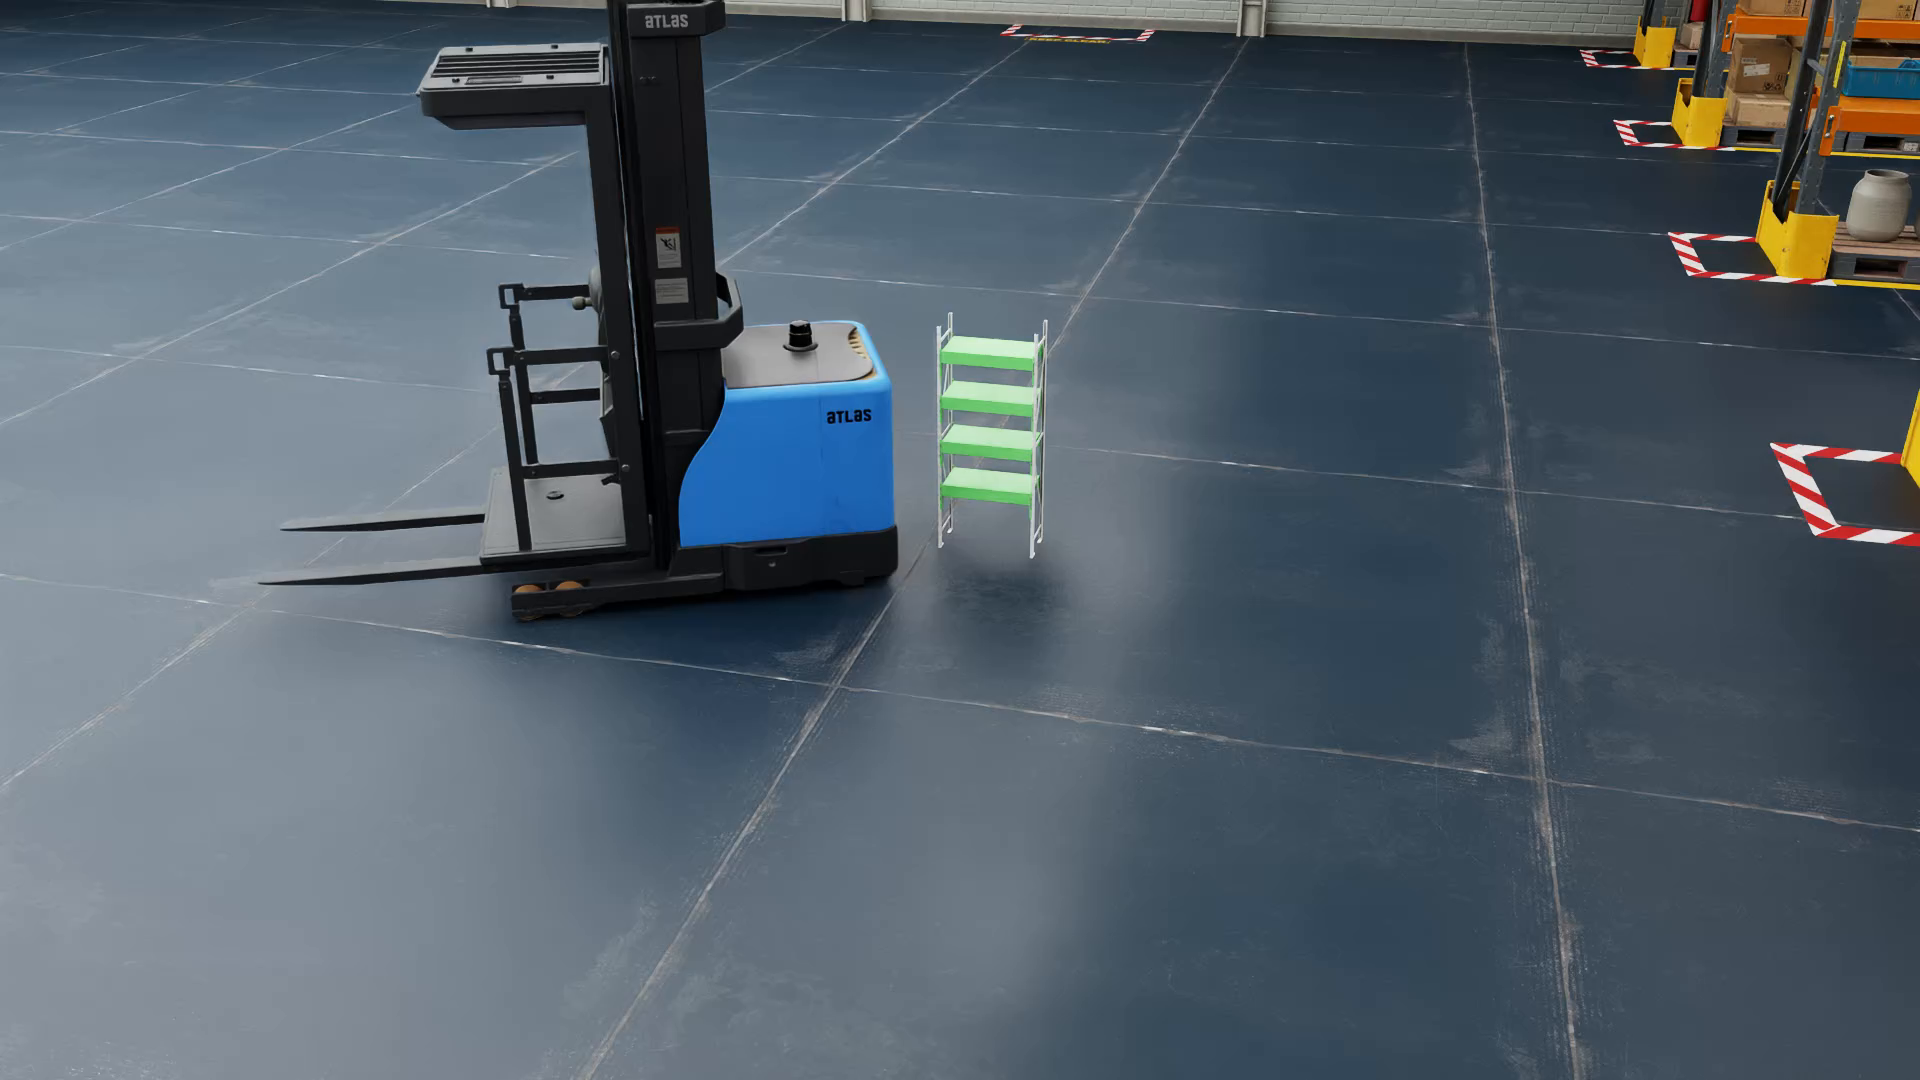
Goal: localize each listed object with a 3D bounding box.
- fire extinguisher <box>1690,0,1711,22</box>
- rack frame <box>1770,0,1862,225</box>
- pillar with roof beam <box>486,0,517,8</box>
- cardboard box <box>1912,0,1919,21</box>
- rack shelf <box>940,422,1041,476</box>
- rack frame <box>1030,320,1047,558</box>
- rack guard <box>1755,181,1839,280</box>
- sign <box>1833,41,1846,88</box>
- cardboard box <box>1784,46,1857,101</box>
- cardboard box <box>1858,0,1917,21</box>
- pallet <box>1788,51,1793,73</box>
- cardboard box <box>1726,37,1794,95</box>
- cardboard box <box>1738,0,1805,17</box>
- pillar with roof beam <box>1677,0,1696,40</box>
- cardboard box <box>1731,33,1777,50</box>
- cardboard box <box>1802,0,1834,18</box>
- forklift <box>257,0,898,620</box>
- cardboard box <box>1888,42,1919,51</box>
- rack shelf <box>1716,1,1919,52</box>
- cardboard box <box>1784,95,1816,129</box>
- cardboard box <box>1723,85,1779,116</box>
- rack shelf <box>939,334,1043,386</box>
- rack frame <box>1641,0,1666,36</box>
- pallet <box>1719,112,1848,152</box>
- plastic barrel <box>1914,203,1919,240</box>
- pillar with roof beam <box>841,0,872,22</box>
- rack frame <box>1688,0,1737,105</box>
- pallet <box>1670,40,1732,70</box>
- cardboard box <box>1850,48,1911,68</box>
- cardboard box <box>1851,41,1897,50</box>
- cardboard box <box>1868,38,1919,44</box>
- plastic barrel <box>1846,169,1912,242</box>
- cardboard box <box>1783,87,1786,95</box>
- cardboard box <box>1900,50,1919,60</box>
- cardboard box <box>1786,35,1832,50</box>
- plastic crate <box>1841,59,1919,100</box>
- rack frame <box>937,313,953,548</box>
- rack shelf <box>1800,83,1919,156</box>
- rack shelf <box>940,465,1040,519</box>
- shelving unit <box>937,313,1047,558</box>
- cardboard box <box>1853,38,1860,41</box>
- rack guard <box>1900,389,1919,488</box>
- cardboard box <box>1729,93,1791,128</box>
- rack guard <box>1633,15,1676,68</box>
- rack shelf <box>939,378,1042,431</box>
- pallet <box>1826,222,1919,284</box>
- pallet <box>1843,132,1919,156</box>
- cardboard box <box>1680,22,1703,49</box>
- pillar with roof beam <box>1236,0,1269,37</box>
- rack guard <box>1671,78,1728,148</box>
[{"bbox_3d":[7.921,-5.873,17.687,0.183,0.674,0.296,6,26,13],"label":"fire extinguisher"},{"bbox_3d":[6.682,-3.640,12.907,0.127,3.000,1.000,6,26,13],"label":"rack frame"},{"bbox_3d":[-8.462,-10.894,21.163,0.400,9.000,9.100,6,26,13],"label":"pillar with roof beam"},{"bbox_3d":[9.868,-5.527,16.754,0.500,0.500,0.700,7,26,15],"label":"cardboard box"},{"bbox_3d":[0.160,-0.466,8.482,0.480,0.148,0.258,6,26,13],"label":"rack shelf"},{"bbox_3d":[0.397,-0.498,8.400,0.015,1.200,0.240,6,26,13],"label":"rack frame"},{"bbox_3d":[6.767,-2.523,13.468,0.348,0.500,1.175,6,26,13],"label":"rack guard"},{"bbox_3d":[6.541,-3.537,12.367,0.005,0.325,0.100,6,26,13],"label":"sign"},{"bbox_3d":[8.868,-4.786,17.151,0.500,0.500,0.500,6,26,13],"label":"cardboard box"},{"bbox_3d":[9.358,-5.582,16.869,0.500,0.500,0.700,6,26,13],"label":"cardboard box"},{"bbox_3d":[11.179,-6.264,21.663,1.213,0.211,1.003,6,26,13],"label":"pallet"},{"bbox_3d":[8.513,-5.055,17.717,0.500,0.500,0.500,6,26,13],"label":"cardboard box"},{"bbox_3d":[8.368,-5.692,17.100,0.500,0.500,0.700,6,26,13],"label":"cardboard box"},{"bbox_3d":[8.971,-8.966,17.115,0.400,9.000,9.100,6,26,13],"label":"pillar with roof beam"},{"bbox_3d":[10.349,-6.577,21.691,0.500,0.311,0.500,9,27,17],"label":"cardboard box"},{"bbox_3d":[8.878,-5.638,16.986,0.500,0.500,0.700,7,26,14],"label":"cardboard box"},{"bbox_3d":[-1.879,-1.187,7.833,3.031,2.935,1.130,-5,26,-10],"label":"forklift"},{"bbox_3d":[9.969,-4.900,17.391,0.500,0.500,0.500,6,26,13],"label":"cardboard box"},{"bbox_3d":[9.856,-5.163,16.942,4.000,0.370,1.077,6,26,13],"label":"rack shelf"},{"bbox_3d":[8.869,-4.448,17.314,0.500,0.250,0.500,6,26,13],"label":"cardboard box"},{"bbox_3d":[8.512,-4.716,17.876,0.500,0.250,0.500,6,26,13],"label":"cardboard box"},{"bbox_3d":[0.160,-0.900,8.276,0.480,0.148,0.258,6,26,13],"label":"rack shelf"},{"bbox_3d":[9.150,-7.765,21.570,0.127,3.000,1.000,6,26,13],"label":"rack frame"},{"bbox_3d":[8.670,-4.379,17.702,1.213,0.211,1.003,6,26,13],"label":"pallet"},{"bbox_3d":[7.824,-2.614,13.158,0.421,0.512,0.421,0,25,0],"label":"plastic barrel"},{"bbox_3d":[-2.651,-10.251,19.813,0.400,9.000,9.100,6,26,13],"label":"pillar with roof beam"},{"bbox_3d":[7.919,-5.702,17.237,0.127,3.000,1.000,6,26,13],"label":"rack frame"},{"bbox_3d":[10.001,-6.396,21.939,1.213,0.211,1.003,6,26,13],"label":"pallet"},{"bbox_3d":[9.356,-4.738,17.050,0.500,0.500,0.500,6,26,13],"label":"cardboard box"},{"bbox_3d":[9.485,-4.954,17.505,0.500,0.500,0.500,6,26,13],"label":"cardboard box"},{"bbox_3d":[12.008,-6.501,21.312,0.500,0.500,0.500,4,26,9],"label":"cardboard box"},{"bbox_3d":[7.339,-2.668,13.270,0.421,0.512,0.421,0,25,0],"label":"plastic barrel"},{"bbox_3d":[9.000,-4.667,17.774,0.500,0.250,0.500,6,26,13],"label":"cardboard box"},{"bbox_3d":[9.835,-4.677,16.922,0.500,0.500,0.500,6,26,13],"label":"cardboard box"},{"bbox_3d":[11.047,-6.563,21.442,0.500,0.500,0.700,5,26,10],"label":"cardboard box"},{"bbox_3d":[7.241,-3.644,13.088,0.616,0.251,0.499,6,26,13],"label":"plastic crate"},{"bbox_3d":[-0.076,-0.550,8.510,0.015,1.200,0.240,6,26,13],"label":"rack frame"},{"bbox_3d":[8.619,-3.101,12.612,4.000,0.370,1.077,6,26,13],"label":"rack shelf"},{"bbox_3d":[0.160,-0.250,8.585,0.480,0.148,0.258,6,26,13],"label":"rack shelf"},{"bbox_3d":[0.160,-0.524,8.455,0.503,1.200,0.258,6,26,13],"label":"shelving unit"},{"bbox_3d":[11.479,-6.428,21.566,0.250,0.149,0.380,4,26,9],"label":"cardboard box"},{"bbox_3d":[5.522,-0.442,9.096,0.348,0.500,1.175,6,26,13],"label":"rack guard"},{"bbox_3d":[8.383,-4.500,17.423,0.500,0.250,0.500,6,26,13],"label":"cardboard box"},{"bbox_3d":[9.223,-6.628,22.090,0.348,0.500,1.175,6,26,13],"label":"rack guard"},{"bbox_3d":[0.160,-0.683,8.379,0.480,0.148,0.258,6,26,13],"label":"rack shelf"},{"bbox_3d":[7.553,-2.304,13.343,1.213,0.211,1.003,6,26,13],"label":"pallet"},{"bbox_3d":[9.848,-4.247,17.425,1.213,0.211,1.003,6,26,13],"label":"pallet"},{"bbox_3d":[9.797,-6.638,21.819,0.500,0.311,0.500,3,26,7],"label":"cardboard box"},{"bbox_3d":[3.160,-9.609,18.464,0.400,9.000,9.100,6,26,13],"label":"pillar with roof beam"},{"bbox_3d":[7.896,-4.576,17.780,0.348,0.500,1.175,6,26,13],"label":"rack guard"}]
